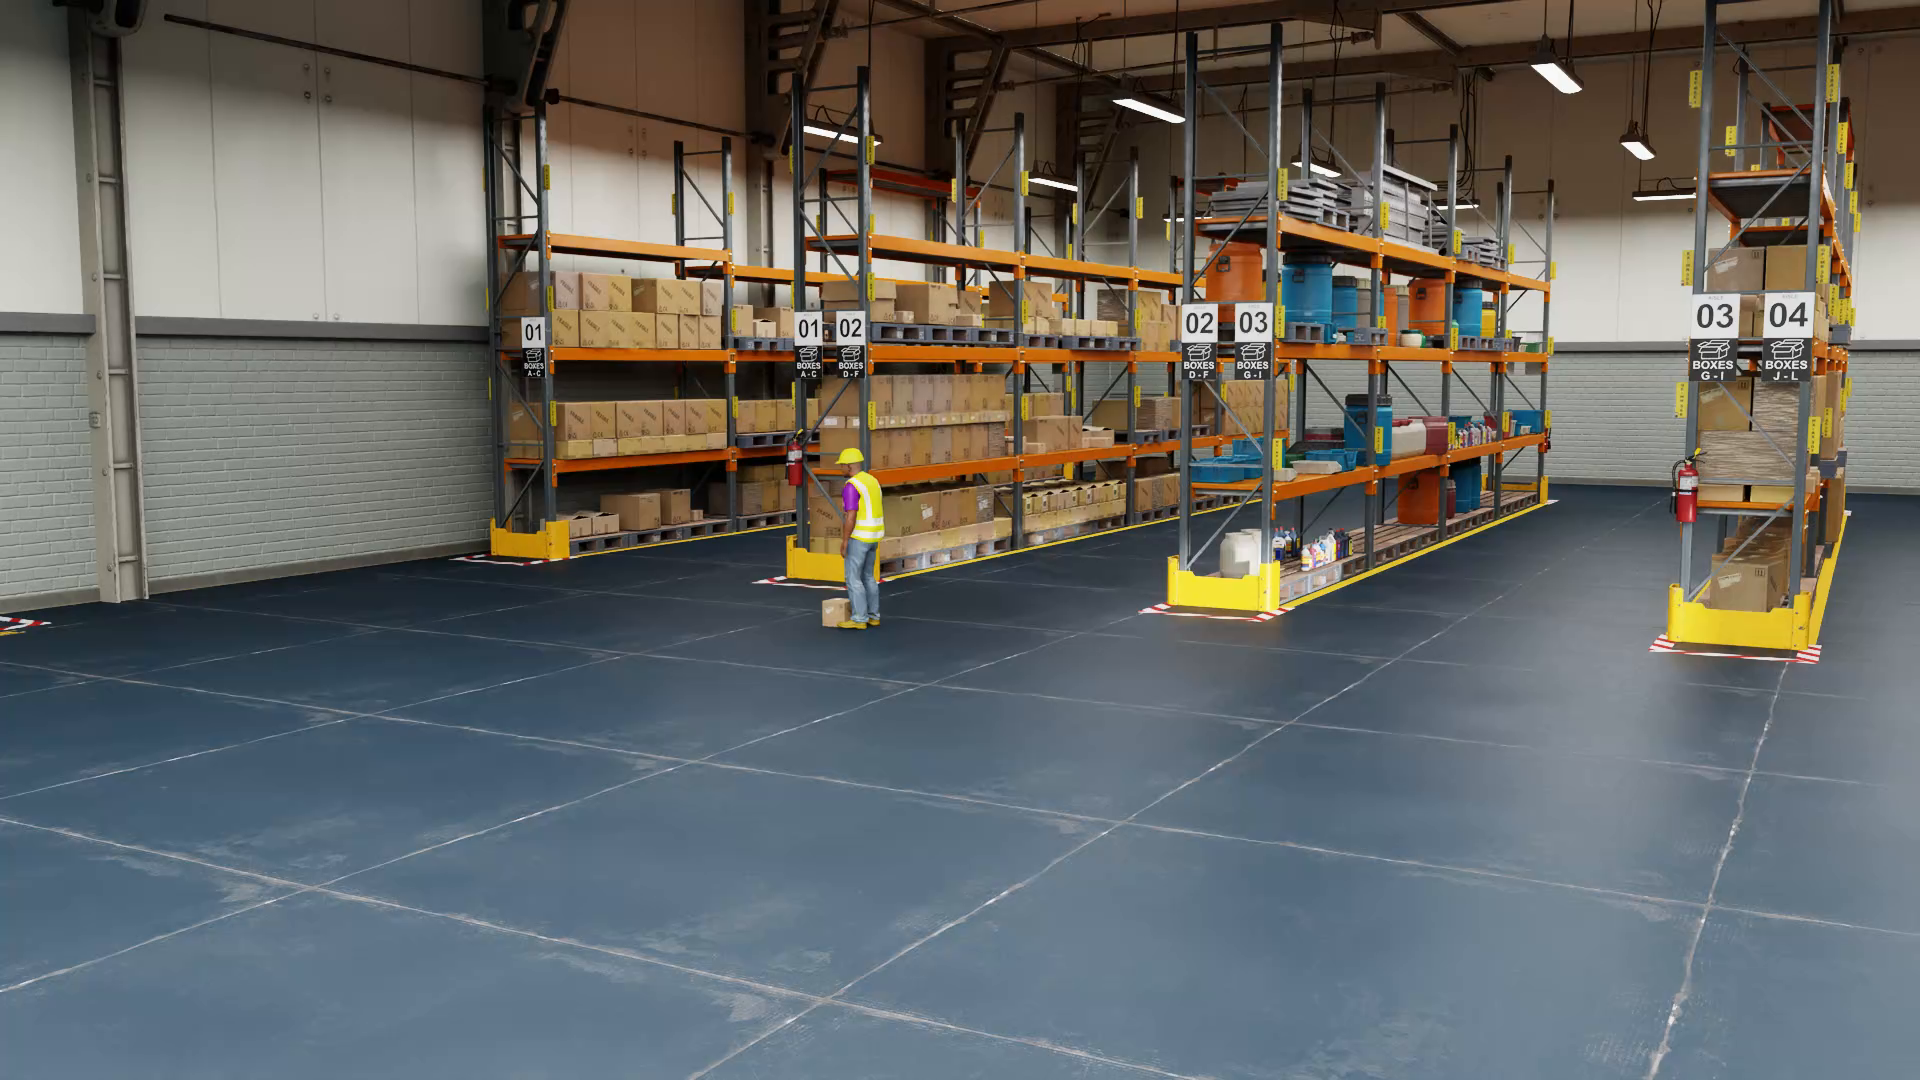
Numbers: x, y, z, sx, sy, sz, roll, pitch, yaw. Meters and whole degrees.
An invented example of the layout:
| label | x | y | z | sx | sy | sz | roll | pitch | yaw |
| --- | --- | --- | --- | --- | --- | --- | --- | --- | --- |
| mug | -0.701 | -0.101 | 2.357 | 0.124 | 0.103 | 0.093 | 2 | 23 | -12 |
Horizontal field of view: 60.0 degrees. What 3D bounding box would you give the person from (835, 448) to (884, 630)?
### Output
| label | x | y | z | sx | sy | sz | roll | pitch | yaw |
| --- | --- | --- | --- | --- | --- | --- | --- | --- | --- |
| person | -0.990 | -0.018 | 16.246 | 0.461 | 1.755 | 0.634 | 3 | 7 | 25 |
